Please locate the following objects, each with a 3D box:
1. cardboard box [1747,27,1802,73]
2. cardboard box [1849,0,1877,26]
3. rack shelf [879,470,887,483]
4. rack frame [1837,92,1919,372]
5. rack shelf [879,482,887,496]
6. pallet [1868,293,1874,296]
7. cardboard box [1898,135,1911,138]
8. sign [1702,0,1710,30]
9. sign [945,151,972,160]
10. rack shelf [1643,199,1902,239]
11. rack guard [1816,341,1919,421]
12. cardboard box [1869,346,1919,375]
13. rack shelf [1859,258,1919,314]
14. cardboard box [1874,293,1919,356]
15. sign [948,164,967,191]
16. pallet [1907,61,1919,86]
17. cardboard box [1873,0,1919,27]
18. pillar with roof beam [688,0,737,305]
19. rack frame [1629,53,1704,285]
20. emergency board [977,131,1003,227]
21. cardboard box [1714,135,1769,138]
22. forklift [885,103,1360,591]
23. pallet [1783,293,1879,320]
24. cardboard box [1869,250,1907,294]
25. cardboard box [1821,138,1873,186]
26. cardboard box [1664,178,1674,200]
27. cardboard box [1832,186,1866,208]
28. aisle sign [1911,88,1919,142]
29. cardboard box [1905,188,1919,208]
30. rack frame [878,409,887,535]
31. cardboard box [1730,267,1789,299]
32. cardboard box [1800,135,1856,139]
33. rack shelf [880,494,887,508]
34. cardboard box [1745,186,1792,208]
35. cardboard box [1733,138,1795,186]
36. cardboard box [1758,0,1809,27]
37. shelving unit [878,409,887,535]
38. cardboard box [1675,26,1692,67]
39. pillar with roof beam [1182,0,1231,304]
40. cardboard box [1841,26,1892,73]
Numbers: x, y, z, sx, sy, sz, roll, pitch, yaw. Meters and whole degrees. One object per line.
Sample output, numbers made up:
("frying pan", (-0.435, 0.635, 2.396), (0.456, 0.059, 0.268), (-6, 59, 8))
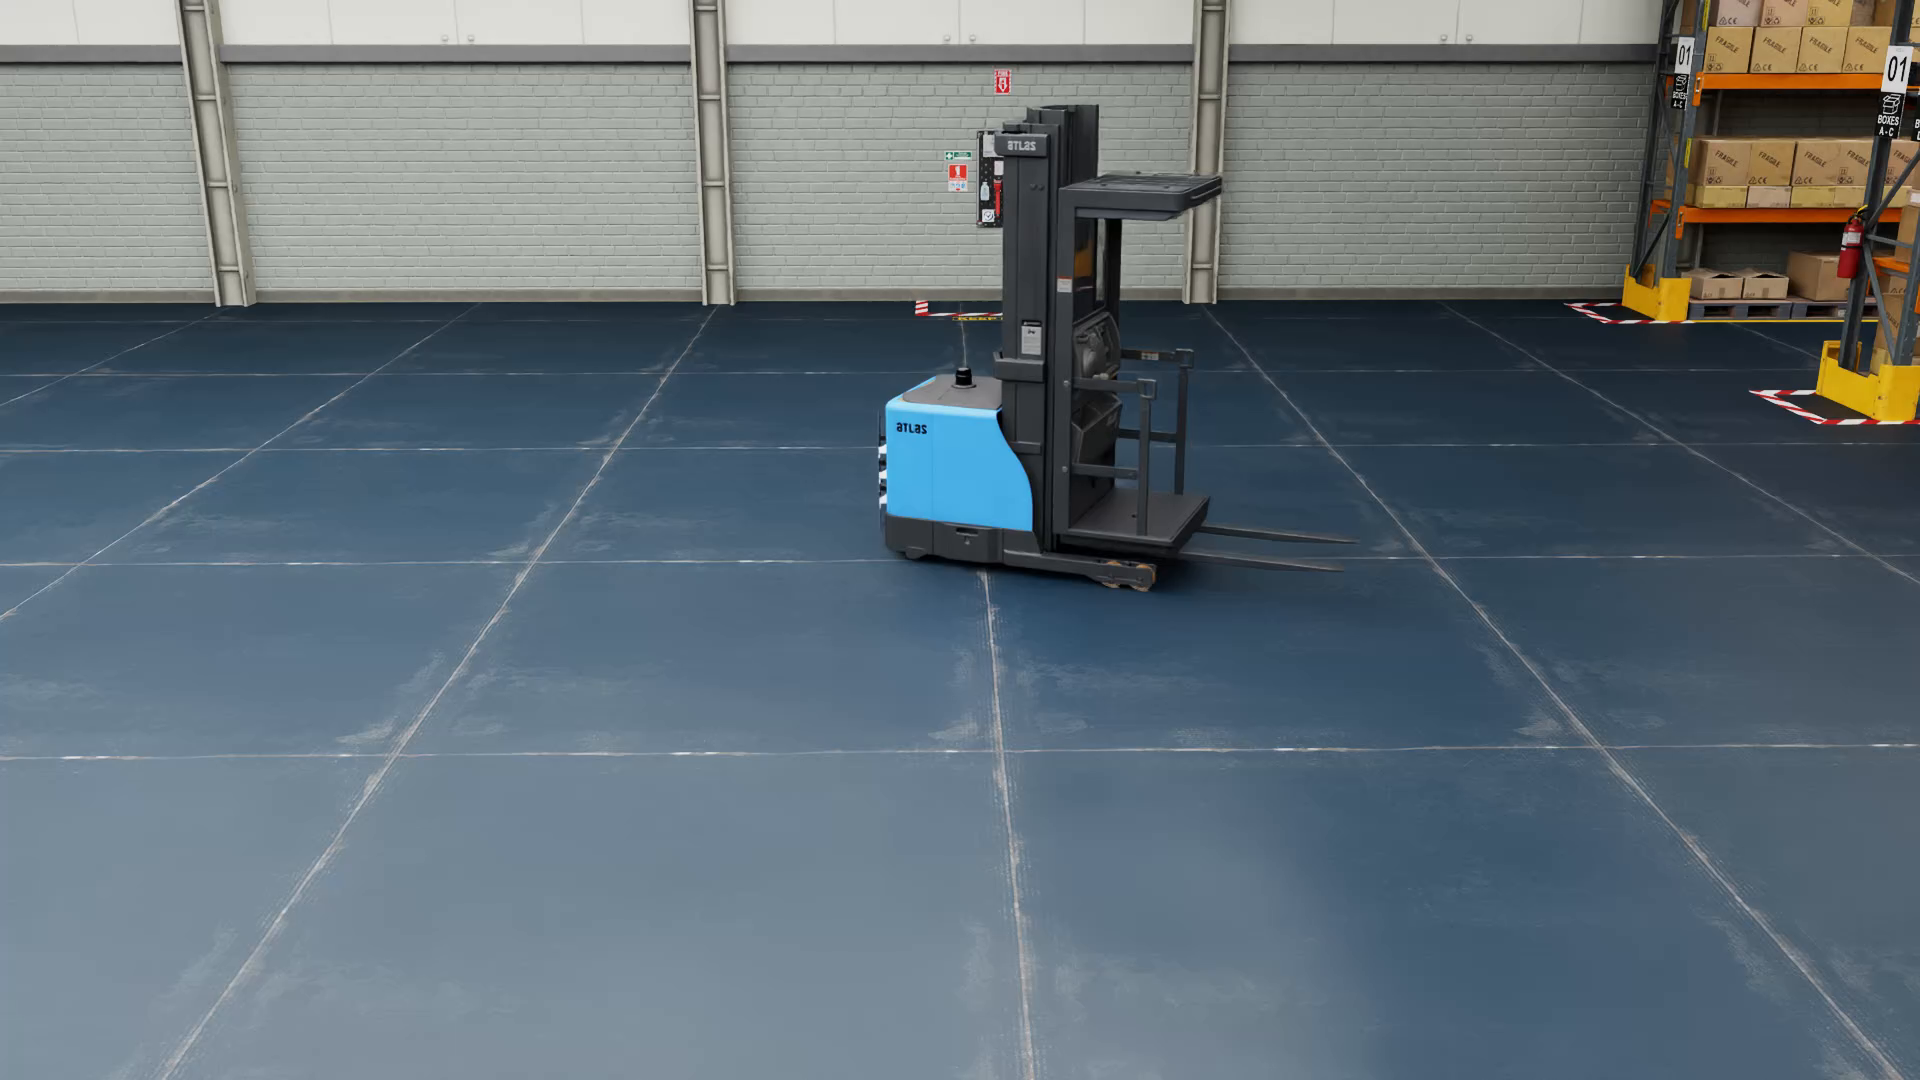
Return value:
("cardboard box", (9.189, -5.583, 18.934), (0.500, 0.500, 0.500), (1, 18, 3))
("cardboard box", (10.282, -6.226, 19.301), (0.500, 0.500, 0.500), (0, 18, -1))
("rack shelf", (-0.423, -0.455, 11.600), (0.200, 0.077, 0.258), (7, 19, 20))
("rack frame", (8.395, -2.668, 14.953), (0.127, 3.000, 1.000), (0, 18, -1))
("rack shelf", (-0.423, -0.369, 11.628), (0.200, 0.077, 0.258), (7, 19, 20))
("pallet", (11.642, -2.858, 20.112), (1.213, 0.211, 1.003), (0, 18, -1))
("cardboard box", (11.322, -4.555, 19.822), (0.500, 0.500, 0.500), (0, 18, -1))
("sign", (8.322, -5.859, 18.561), (0.005, 0.325, 0.100), (0, 18, -1))
("sign", (-0.021, -4.714, 20.407), (0.331, 0.109, 0.001), (0, 18, -1))
("rack shelf", (10.313, -3.848, 19.809), (4.000, 0.370, 1.077), (0, 18, -1))
("rack guard", (8.371, -1.477, 15.334), (0.348, 0.500, 1.175), (0, 18, -1))
("cardboard box", (8.927, -1.651, 15.598), (0.500, 0.250, 0.500), (0, 18, -1))
("rack shelf", (10.395, -2.335, 15.093), (4.000, 0.370, 1.077), (0, 18, -1))
("cardboard box", (8.927, -2.009, 15.486), (0.500, 0.500, 0.500), (0, 18, -1))
("sign", (-0.026, -4.465, 20.497), (0.234, 0.329, 0.001), (0, 18, -1))
("pallet", (9.103, -4.049, 14.494), (1.213, 0.211, 1.003), (0, 18, -1))
("cardboard box", (10.746, -6.065, 18.798), (0.500, 0.500, 0.500), (-1, 18, -3))
("pillar with roof beam", (-2.931, -5.932, 15.308), (0.400, 9.000, 9.100), (0, 18, -1))
("rack frame", (8.313, -4.181, 19.669), (0.127, 3.000, 1.000), (0, 18, -1))
("emergency board", (0.529, -4.419, 20.412), (0.643, 1.169, 0.194), (0, 18, -1))
("cardboard box", (9.285, -4.542, 19.782), (0.500, 0.500, 0.500), (0, 18, 0))
("forklift", (1.069, -1.254, 10.659), (3.031, 2.935, 1.130), (7, 19, 20))
("pallet", (10.419, -2.851, 20.090), (1.213, 0.211, 1.003), (0, 18, -1))
("cardboard box", (11.276, -3.202, 19.990), (0.500, 0.500, 0.500), (-2, 18, -5))
("cardboard box", (10.323, -4.392, 19.314), (0.500, 0.500, 0.500), (0, 18, 1))
("cardboard box", (8.778, -4.180, 19.881), (0.500, 0.250, 0.500), (0, 18, 0))
("cardboard box", (10.340, -4.033, 19.423), (0.500, 0.250, 0.500), (0, 18, 0))
("aisle sign", (8.335, -3.812, 14.263), (0.004, 0.787, 0.394), (0, 18, -1))
("cardboard box", (8.774, -3.084, 15.026), (0.250, 0.149, 0.380), (-1, 18, -2))
("rack frame", (-0.518, -0.497, 11.625), (0.006, 0.900, 0.240), (7, 19, 20))
("cardboard box", (9.577, -3.088, 19.946), (0.500, 0.311, 0.500), (1, 18, 4))
("cardboard box", (10.305, -4.549, 19.802), (0.500, 0.500, 0.500), (0, 18, 0))
("rack shelf", (-0.423, -0.283, 11.655), (0.200, 0.077, 0.258), (7, 19, 20))
("cardboard box", (9.325, -4.031, 19.416), (0.500, 0.250, 0.500), (-1, 18, -3))
("cardboard box", (9.290, -4.386, 19.294), (0.500, 0.500, 0.500), (0, 18, -1))
("cardboard box", (9.205, -6.057, 18.774), (0.500, 0.500, 0.500), (0, 18, -1))
("shelving unit", (-0.423, -0.486, 11.590), (0.210, 0.900, 0.258), (7, 19, 20))
("cardboard box", (8.727, -5.745, 19.440), (0.500, 0.500, 0.500), (1, 18, 3))
("pillar with roof beam", (3.068, -5.961, 15.398), (0.400, 9.000, 9.100), (0, 18, -1))
("cardboard box", (10.244, -5.596, 18.974), (0.500, 0.500, 0.500), (1, 18, 3))
